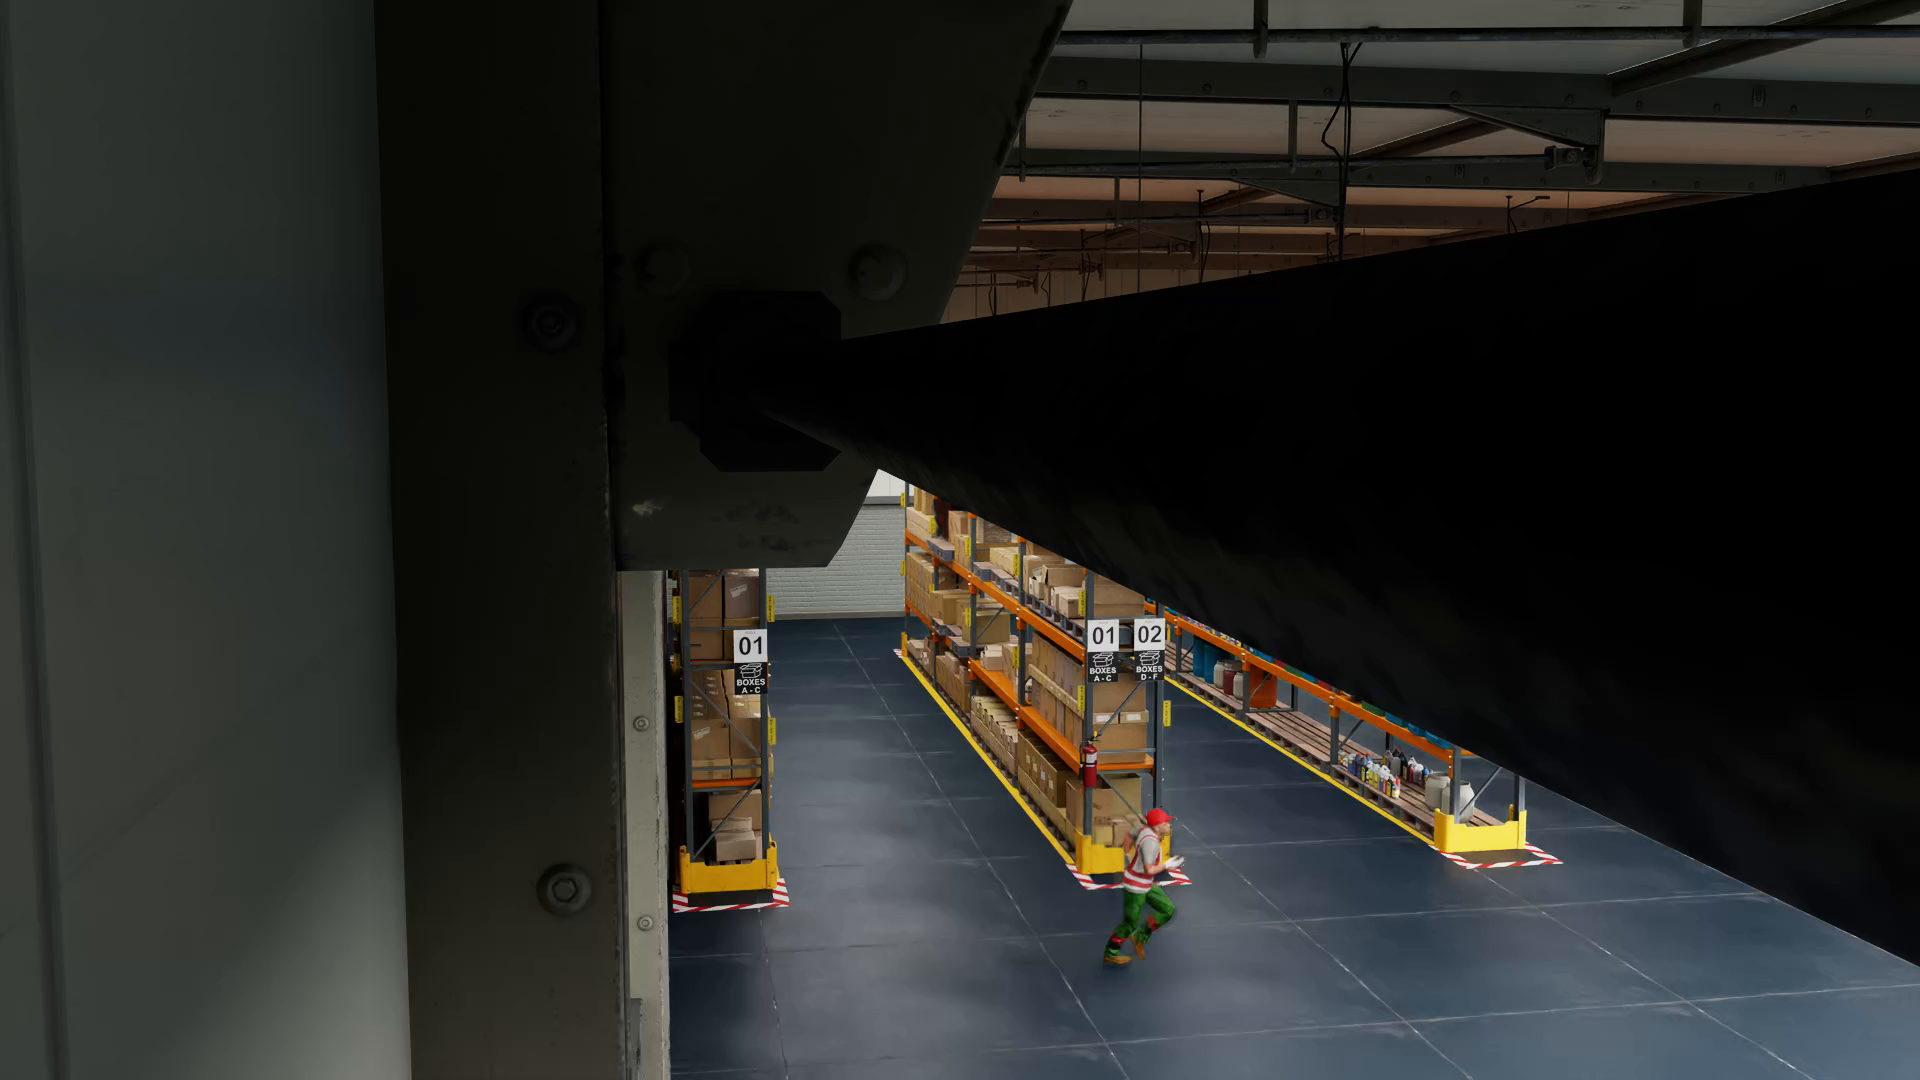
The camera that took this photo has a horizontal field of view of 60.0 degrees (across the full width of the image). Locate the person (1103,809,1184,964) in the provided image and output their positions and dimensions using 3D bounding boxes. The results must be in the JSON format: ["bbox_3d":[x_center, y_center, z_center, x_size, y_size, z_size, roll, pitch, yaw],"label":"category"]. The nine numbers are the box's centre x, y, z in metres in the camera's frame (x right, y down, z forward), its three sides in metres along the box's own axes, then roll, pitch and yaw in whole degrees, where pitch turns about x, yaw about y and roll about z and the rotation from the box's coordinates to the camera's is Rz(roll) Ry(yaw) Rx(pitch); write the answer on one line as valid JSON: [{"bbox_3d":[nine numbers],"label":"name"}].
[{"bbox_3d":[1.935,3.643,17.476,0.862,1.698,0.631,2,6,17],"label":"person"}]

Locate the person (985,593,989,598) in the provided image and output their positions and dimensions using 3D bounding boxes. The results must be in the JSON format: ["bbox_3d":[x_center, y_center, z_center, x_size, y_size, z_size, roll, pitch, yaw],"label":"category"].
[{"bbox_3d":[0.485,1.617,37.497,0.891,1.690,0.579,5,8,42],"label":"person"}]
